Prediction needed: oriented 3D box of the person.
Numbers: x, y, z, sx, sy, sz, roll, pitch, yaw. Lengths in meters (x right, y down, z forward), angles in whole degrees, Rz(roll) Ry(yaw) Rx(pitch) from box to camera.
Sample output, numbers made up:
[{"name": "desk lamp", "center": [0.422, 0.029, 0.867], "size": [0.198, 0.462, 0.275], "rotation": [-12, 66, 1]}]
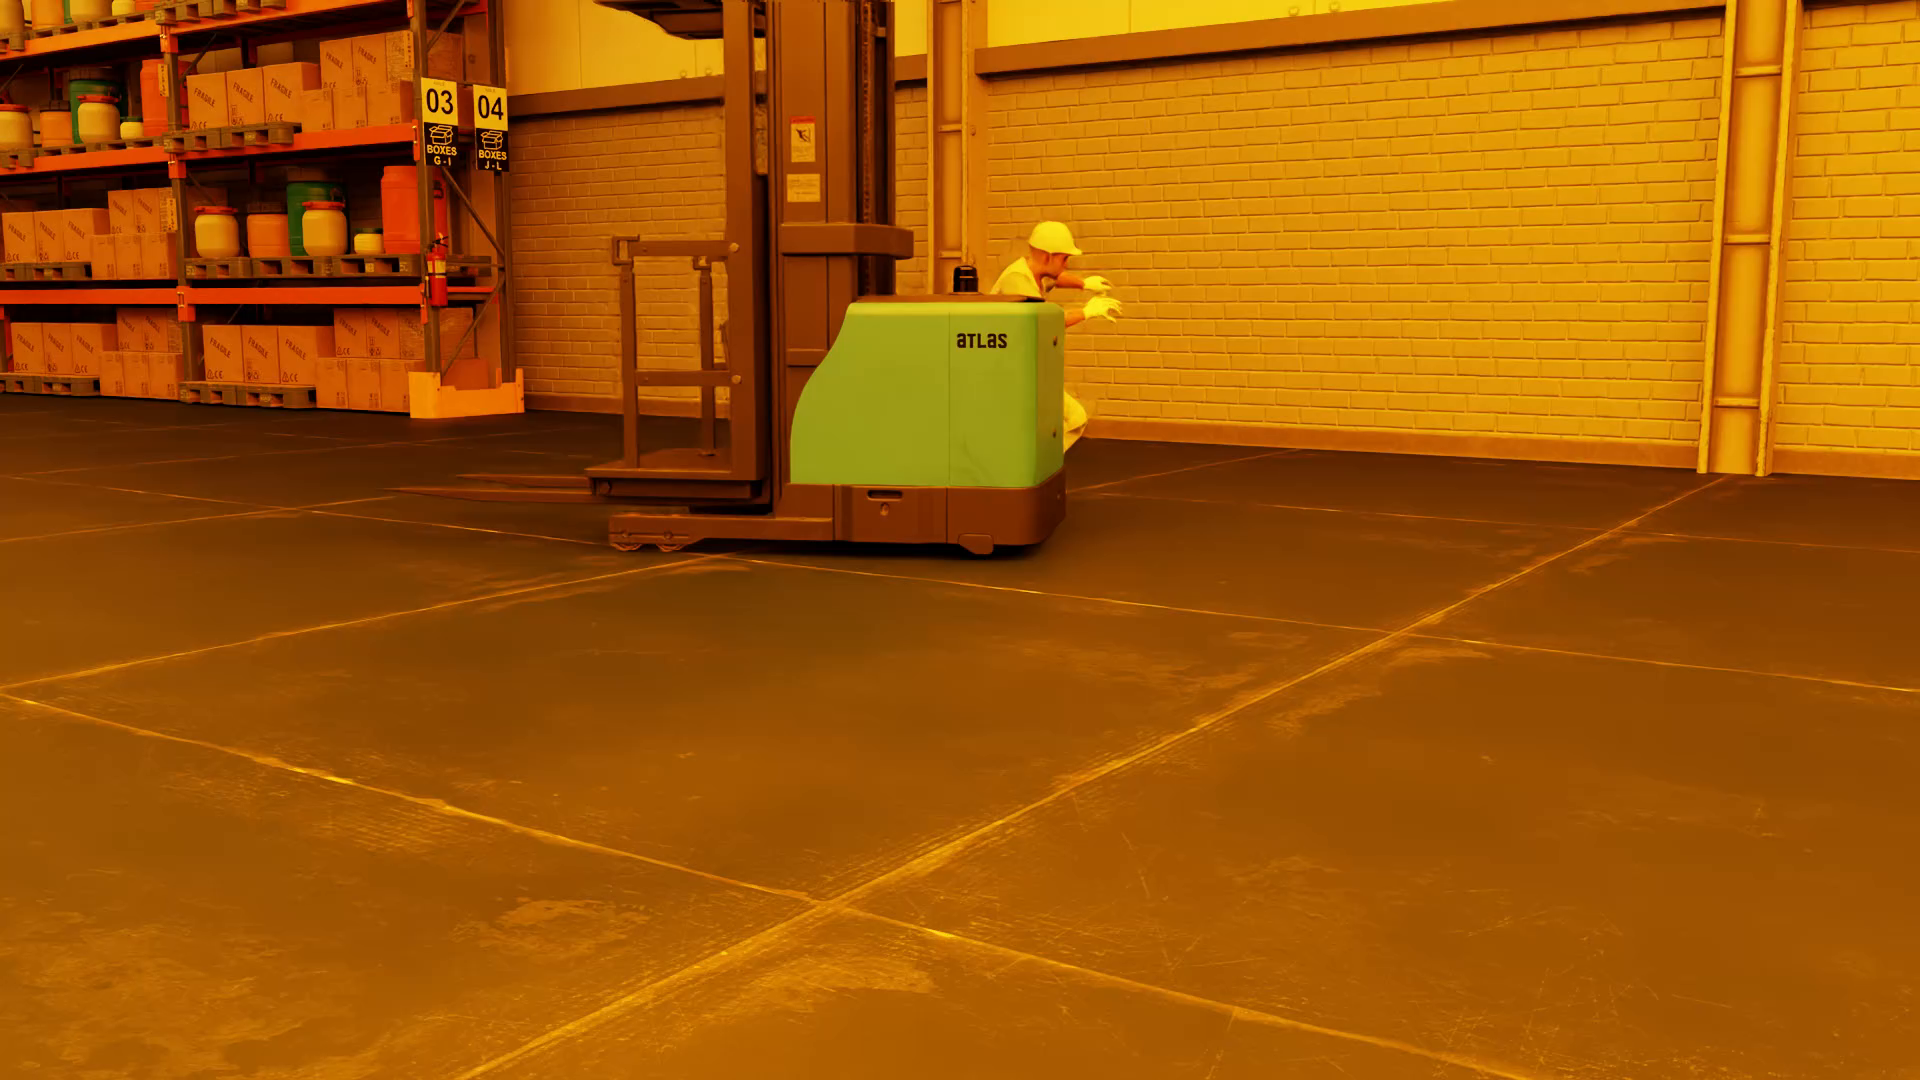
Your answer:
[{"name": "person", "center": [0.458, -0.883, 8.537], "size": [0.804, 1.478, 1.613], "rotation": [2, 8, 17]}]

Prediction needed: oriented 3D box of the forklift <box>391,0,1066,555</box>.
[{"name": "forklift", "center": [-1.070, -1.467, 7.512], "size": [3.031, 2.935, 1.130], "rotation": [2, 8, 11]}]
